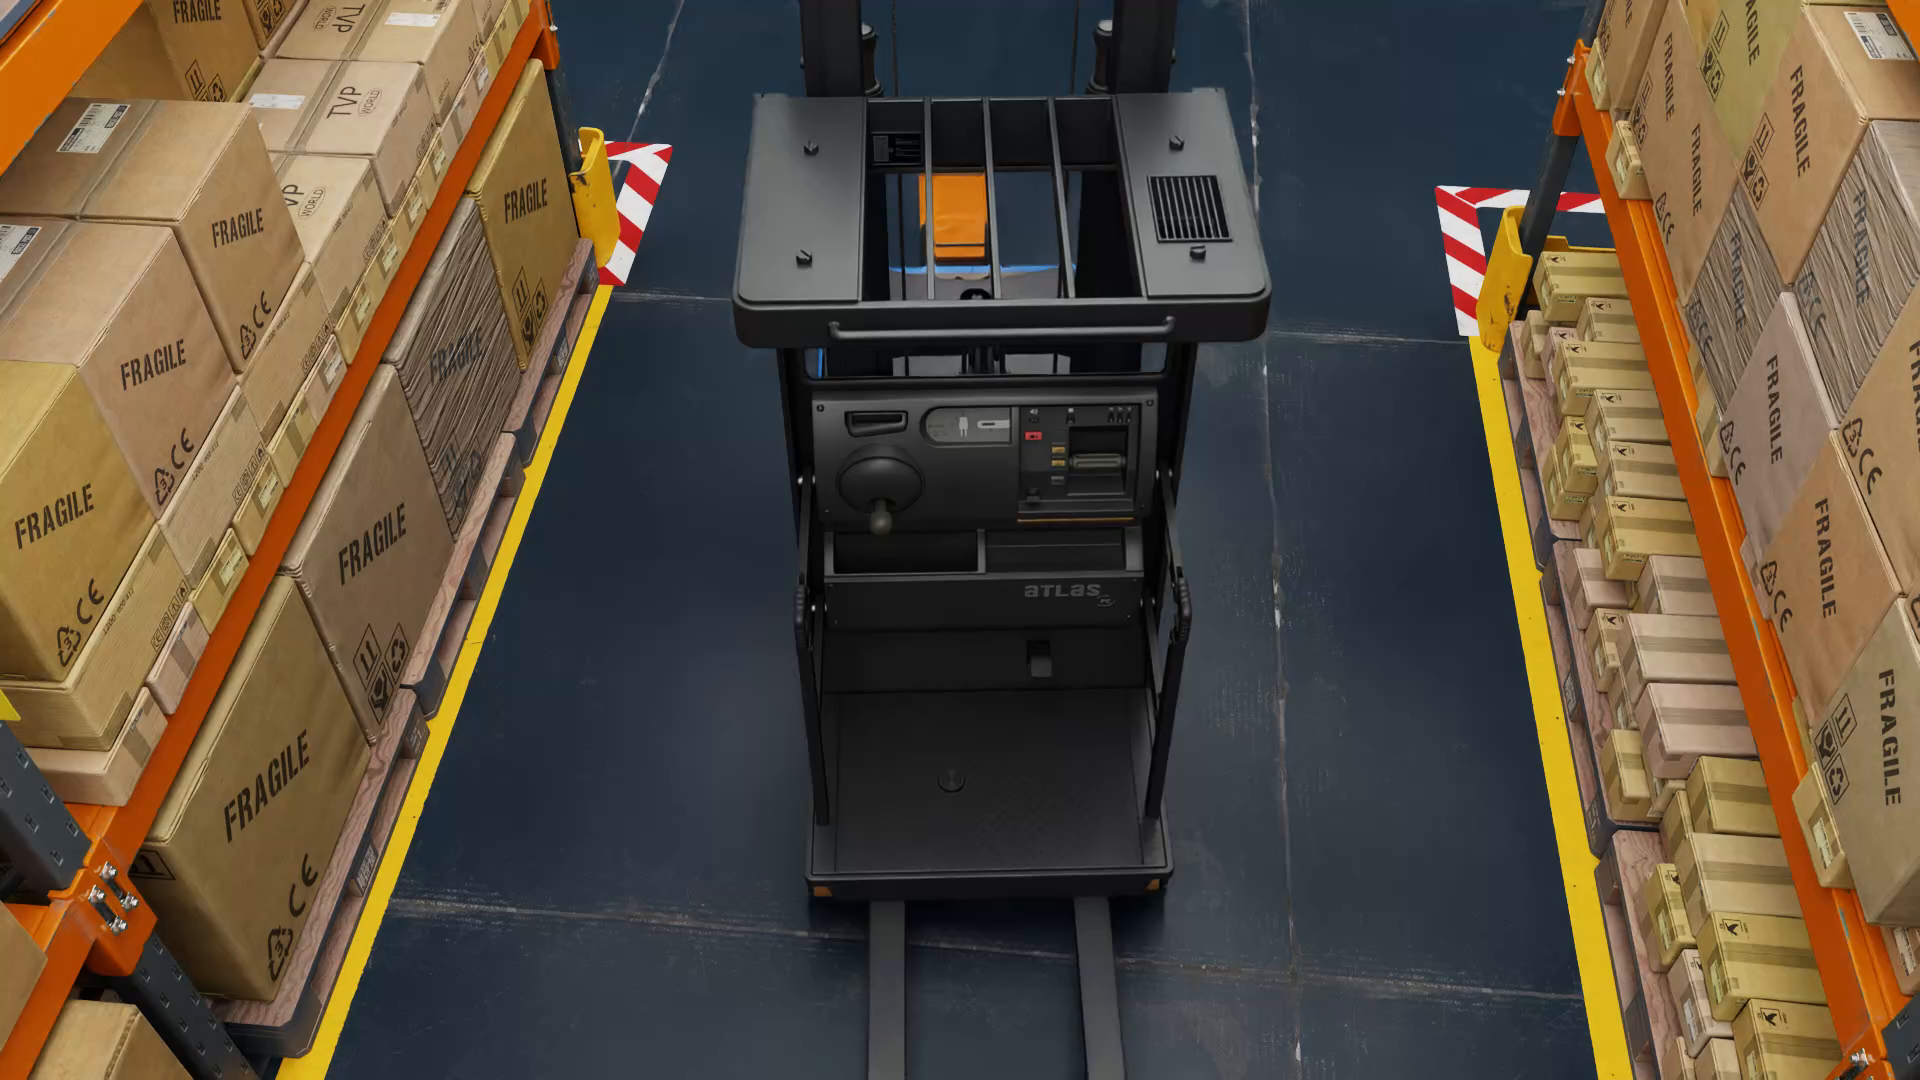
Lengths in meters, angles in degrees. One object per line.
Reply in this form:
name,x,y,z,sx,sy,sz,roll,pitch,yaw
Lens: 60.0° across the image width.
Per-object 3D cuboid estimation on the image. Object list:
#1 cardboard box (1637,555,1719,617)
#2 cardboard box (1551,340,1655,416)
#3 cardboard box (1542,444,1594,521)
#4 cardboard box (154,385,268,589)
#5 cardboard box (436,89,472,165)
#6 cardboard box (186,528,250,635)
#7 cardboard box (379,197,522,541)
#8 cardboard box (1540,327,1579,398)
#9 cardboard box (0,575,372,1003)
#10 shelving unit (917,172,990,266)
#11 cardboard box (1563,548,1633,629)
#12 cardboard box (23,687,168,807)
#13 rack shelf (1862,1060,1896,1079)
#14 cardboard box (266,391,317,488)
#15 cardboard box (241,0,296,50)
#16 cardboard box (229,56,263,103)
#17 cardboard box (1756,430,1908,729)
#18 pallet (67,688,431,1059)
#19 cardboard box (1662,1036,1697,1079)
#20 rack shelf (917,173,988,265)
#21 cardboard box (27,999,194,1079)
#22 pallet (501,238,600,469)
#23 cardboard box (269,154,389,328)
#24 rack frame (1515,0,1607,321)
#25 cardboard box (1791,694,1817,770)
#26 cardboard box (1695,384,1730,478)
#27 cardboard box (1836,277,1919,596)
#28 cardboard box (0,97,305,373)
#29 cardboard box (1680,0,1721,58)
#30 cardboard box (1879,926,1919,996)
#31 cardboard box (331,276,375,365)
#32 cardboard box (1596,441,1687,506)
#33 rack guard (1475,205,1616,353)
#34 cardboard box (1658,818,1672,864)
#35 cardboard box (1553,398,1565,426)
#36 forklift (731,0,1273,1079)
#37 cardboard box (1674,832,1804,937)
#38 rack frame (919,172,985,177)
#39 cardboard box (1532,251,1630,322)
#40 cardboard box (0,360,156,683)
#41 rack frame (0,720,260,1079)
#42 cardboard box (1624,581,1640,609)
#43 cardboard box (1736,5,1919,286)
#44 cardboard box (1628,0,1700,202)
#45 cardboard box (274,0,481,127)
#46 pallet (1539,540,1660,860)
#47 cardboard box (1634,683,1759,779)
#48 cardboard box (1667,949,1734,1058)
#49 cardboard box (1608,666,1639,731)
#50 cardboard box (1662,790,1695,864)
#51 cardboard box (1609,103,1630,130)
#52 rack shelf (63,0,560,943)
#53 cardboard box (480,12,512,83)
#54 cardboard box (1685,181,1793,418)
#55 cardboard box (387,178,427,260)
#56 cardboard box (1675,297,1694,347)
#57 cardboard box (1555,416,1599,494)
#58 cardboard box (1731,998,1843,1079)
cardboard box,2.385,0.197,5.281,0.380,0.149,0.250,4,48,4
cardboard box,2.357,-0.575,5.988,0.380,0.149,0.250,4,48,3
cardboard box,2.342,-0.199,6.047,0.380,0.149,0.250,4,48,4
cardboard box,-2.141,-0.155,4.259,0.500,0.250,0.500,4,48,3
cardboard box,-1.905,-1.424,5.690,0.380,0.149,0.250,5,48,4
cardboard box,-2.090,0.090,4.305,0.380,0.149,0.250,5,48,5
cardboard box,-2.192,-0.633,5.951,0.875,0.875,0.875,4,48,4
cardboard box,2.415,-0.659,6.266,0.380,0.149,0.250,4,48,3
cardboard box,-2.355,0.683,4.748,0.875,0.875,0.875,4,48,4
shelving unit,-0.022,-0.838,6.204,0.258,1.200,0.503,-1,48,-1
cardboard box,2.305,0.172,5.707,0.380,0.149,0.250,2,48,2
cardboard box,-2.137,0.477,3.951,0.380,0.149,0.250,4,48,4
rack shelf,2.253,2.707,2.229,1.077,0.370,4.000,4,48,4
cardboard box,-2.044,-0.291,4.654,0.380,0.149,0.250,3,48,3
cardboard box,-2.489,-1.953,5.396,0.500,0.500,0.500,3,48,3
cardboard box,-2.534,-1.316,5.321,0.500,0.250,0.500,2,48,2
cardboard box,2.246,0.105,3.852,0.500,0.500,0.500,3,48,2
pallet,-2.348,0.975,5.216,1.003,0.211,1.213,4,48,4
cardboard box,2.131,1.504,4.489,0.380,0.149,0.250,4,48,4
rack shelf,-0.022,-1.104,5.914,0.258,0.148,0.480,-1,48,-1
cardboard box,-2.534,1.634,3.878,1.225,0.875,0.875,4,48,4
pallet,-2.126,-0.818,6.855,1.003,0.211,1.213,4,48,4
cardboard box,-2.047,-0.898,4.939,0.500,0.250,0.500,4,48,4
rack frame,2.799,-1.944,5.996,1.000,3.000,0.127,4,48,4
cardboard box,2.227,0.465,3.962,0.380,0.149,0.250,6,48,5
cardboard box,2.299,-0.300,4.662,0.380,0.149,0.250,5,48,4
cardboard box,2.250,-0.221,3.472,0.500,0.500,0.500,3,48,2
cardboard box,-2.102,-0.795,4.336,0.500,0.500,0.500,3,48,2
cardboard box,2.454,-1.733,4.855,0.500,0.500,0.500,5,48,5
cardboard box,2.228,0.854,3.606,0.380,0.149,0.250,3,48,3
cardboard box,-1.997,-0.669,4.999,0.380,0.149,0.250,3,48,2
cardboard box,2.383,-0.184,5.630,0.380,0.149,0.250,6,48,5
rack guard,2.792,-1.045,6.867,1.175,0.500,0.348,4,48,4
cardboard box,2.343,0.935,5.009,0.380,0.149,0.250,3,48,3
cardboard box,2.491,-0.563,6.379,0.380,0.149,0.250,4,48,3
forklift,0.076,-0.115,4.369,1.130,2.935,3.031,-1,48,-1
cardboard box,2.207,0.962,4.582,0.380,0.149,0.250,3,48,3
rack frame,-0.028,-1.018,6.368,0.240,1.200,0.015,-1,48,-1
cardboard box,2.413,-0.963,6.342,0.380,0.149,0.250,2,48,2
cardboard box,-2.197,-0.051,3.655,0.500,0.500,0.500,4,48,4
rack frame,-2.492,0.587,3.680,0.949,2.616,0.053,4,48,4
cardboard box,2.436,0.111,5.561,0.380,0.149,0.250,6,48,6
cardboard box,2.342,-0.977,4.164,0.500,0.500,0.500,3,48,2
cardboard box,2.460,-1.372,5.203,0.500,0.500,0.500,4,48,4
cardboard box,-1.958,-1.655,5.631,0.500,0.250,0.500,3,48,3
pallet,2.569,0.541,5.612,1.003,0.211,1.213,4,48,4
cardboard box,2.241,0.571,4.939,0.380,0.149,0.250,2,48,2
cardboard box,2.159,1.262,4.508,0.380,0.149,0.250,2,48,2
cardboard box,2.316,0.556,5.356,0.380,0.149,0.250,5,48,4
cardboard box,2.287,0.887,4.852,0.380,0.149,0.250,4,48,4
cardboard box,2.461,-1.454,5.717,0.380,0.149,0.250,5,48,5
rack shelf,-2.313,-0.640,5.290,1.077,0.370,4.000,4,48,4
cardboard box,-1.857,-1.793,6.027,0.380,0.149,0.250,4,48,4
cardboard box,2.362,-0.638,4.532,0.500,0.500,0.500,3,48,3
cardboard box,-1.950,-1.042,5.341,0.380,0.149,0.250,4,48,4
cardboard box,2.397,-0.683,5.012,0.380,0.149,0.250,3,48,3
cardboard box,2.349,-0.292,5.930,0.380,0.149,0.250,5,48,5
cardboard box,2.208,1.336,4.240,0.380,0.149,0.250,5,48,5
